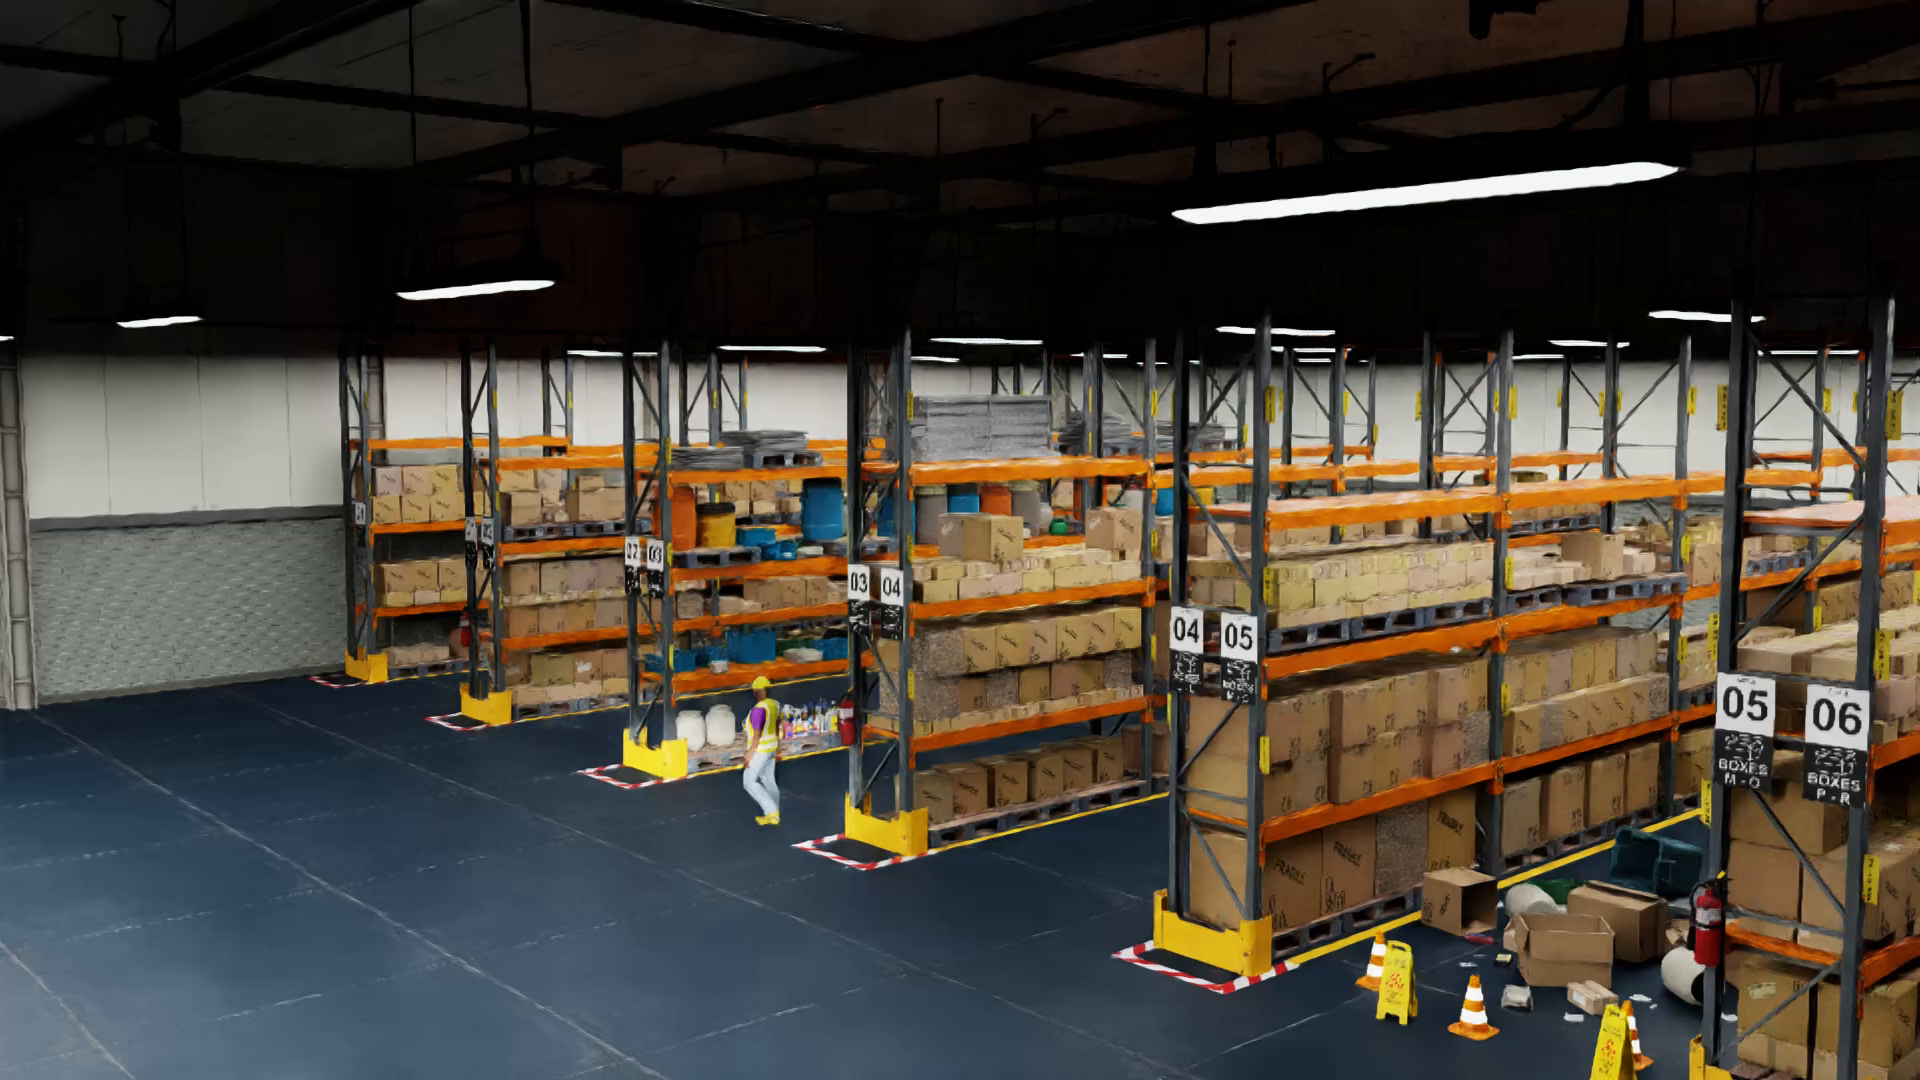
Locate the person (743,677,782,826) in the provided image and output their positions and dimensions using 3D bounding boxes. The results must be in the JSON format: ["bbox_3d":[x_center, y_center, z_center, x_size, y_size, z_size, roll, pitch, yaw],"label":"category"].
[{"bbox_3d":[-2.311,2.507,19.766,0.457,1.760,0.714,1,5,15],"label":"person"}]

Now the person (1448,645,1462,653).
[{"bbox_3d":[7.004,2.260,23.460,1.090,1.580,0.496,-5,7,-43],"label":"person"}]
